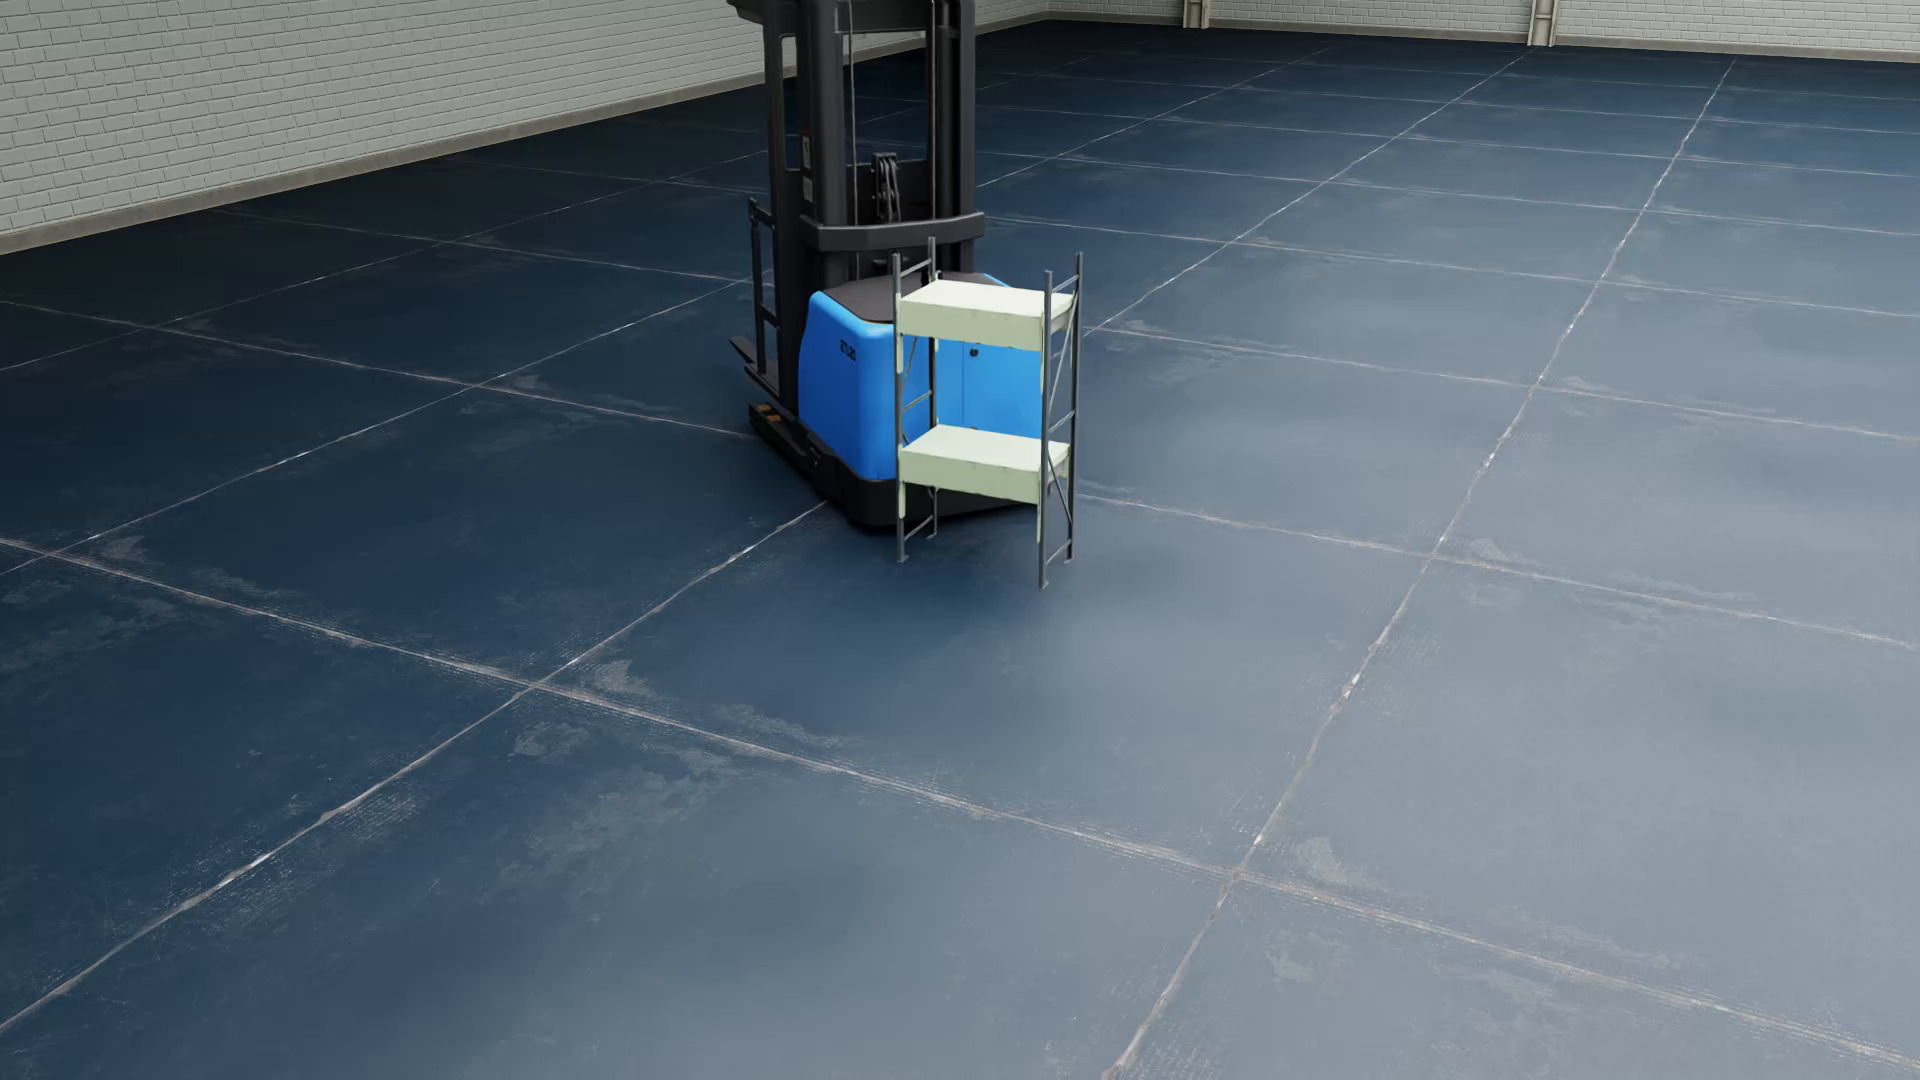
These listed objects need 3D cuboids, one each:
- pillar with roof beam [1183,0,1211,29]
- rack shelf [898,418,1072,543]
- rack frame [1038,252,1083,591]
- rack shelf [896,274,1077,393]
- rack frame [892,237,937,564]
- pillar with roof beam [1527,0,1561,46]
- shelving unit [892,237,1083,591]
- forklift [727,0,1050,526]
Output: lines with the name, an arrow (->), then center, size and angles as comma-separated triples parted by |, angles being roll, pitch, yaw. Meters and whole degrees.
pillar with roof beam -> 2.315, -11.891, 24.713 | 0.400, 9.000, 9.100 | 11, 25, 25
rack shelf -> 0.124, -0.289, 7.845 | 0.720, 0.370, 0.431 | 10, 25, 23
rack frame -> 0.456, -0.529, 7.576 | 0.023, 1.500, 0.400 | 10, 25, 23
rack shelf -> 0.124, -0.948, 7.565 | 0.720, 0.370, 0.431 | 10, 25, 23
rack frame -> -0.209, -0.649, 7.859 | 0.023, 1.500, 0.400 | 10, 25, 23
pillar with roof beam -> 7.670, -10.832, 22.222 | 0.400, 9.000, 9.100 | 11, 25, 25
shelving unit -> 0.124, -0.589, 7.718 | 0.755, 1.500, 0.431 | 10, 25, 23
forklift -> -0.582, -1.963, 9.120 | 1.130, 2.935, 3.031 | -10, 25, -21
